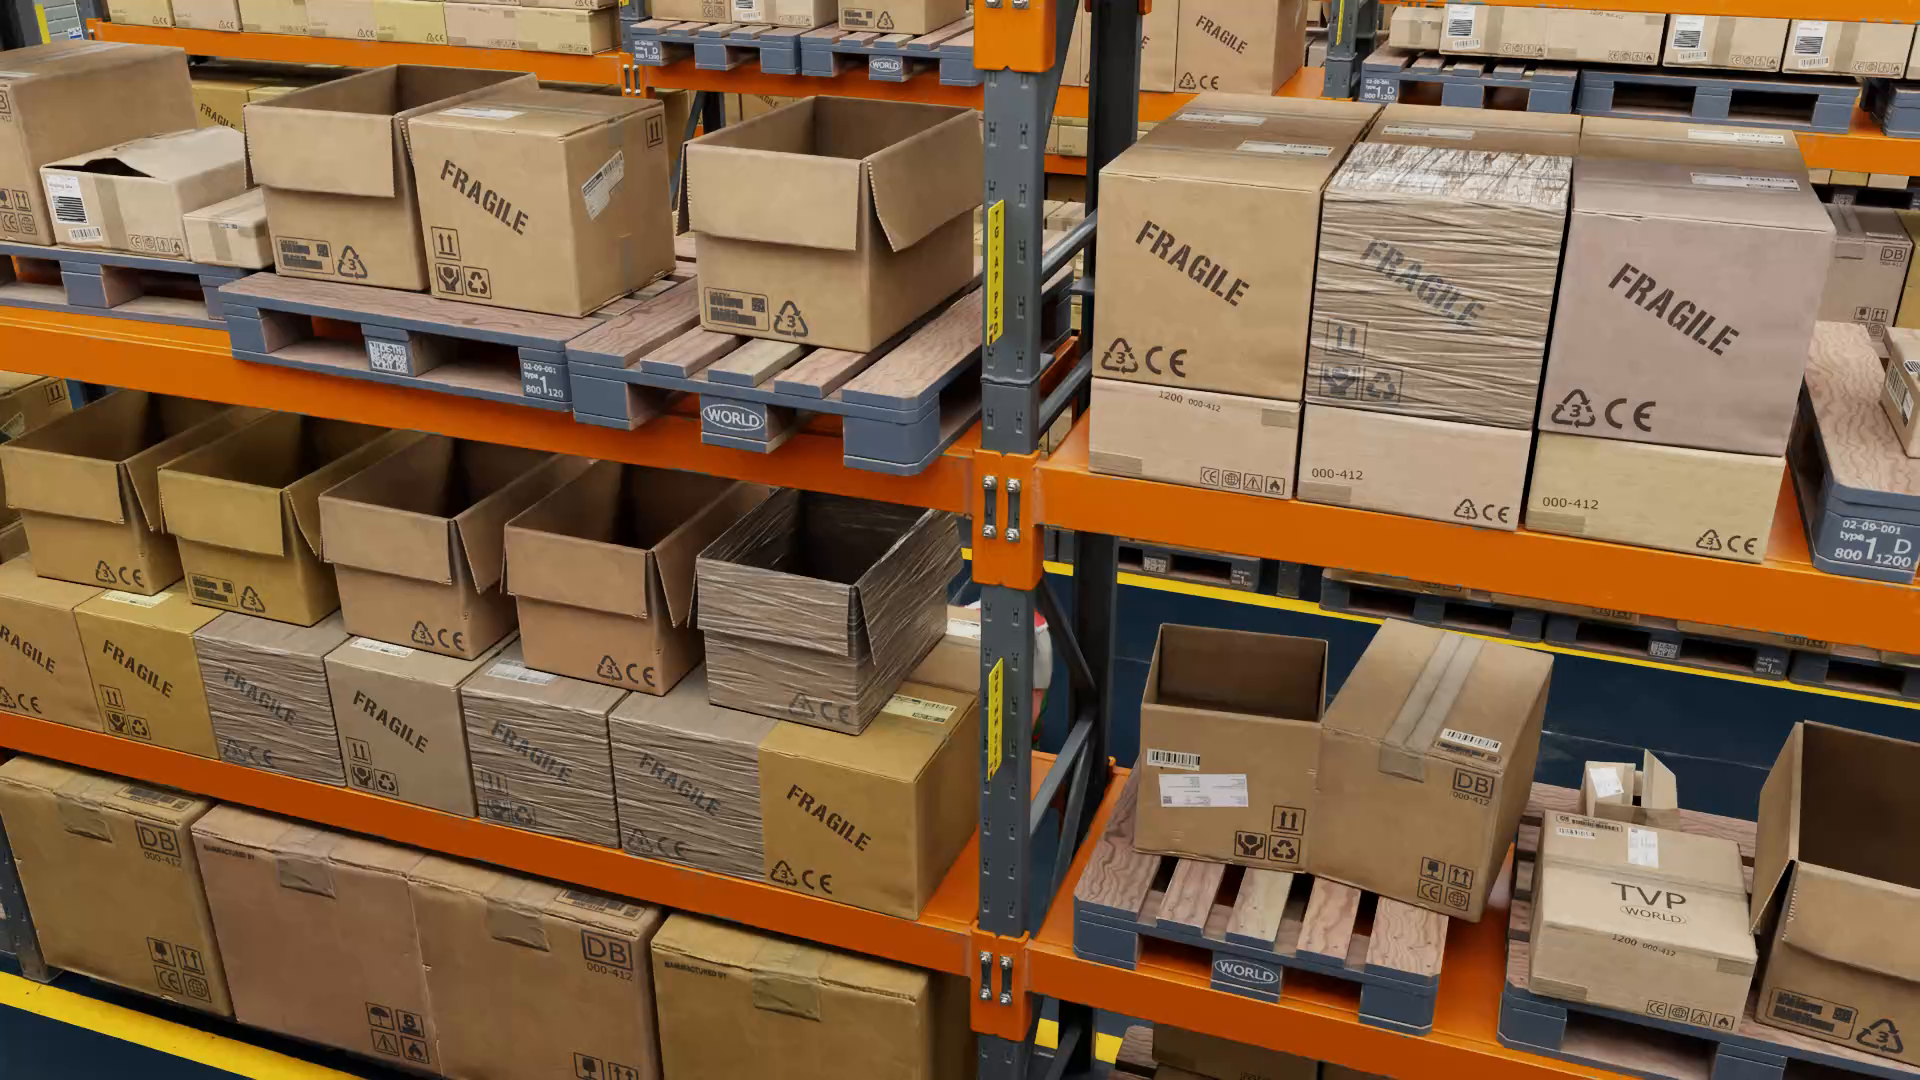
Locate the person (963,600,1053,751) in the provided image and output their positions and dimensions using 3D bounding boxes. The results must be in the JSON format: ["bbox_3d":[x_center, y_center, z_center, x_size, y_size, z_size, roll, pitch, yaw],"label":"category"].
[{"bbox_3d":[0.181,0.640,7.739,0.572,1.015,0.881,9,27,17],"label":"person"}]
